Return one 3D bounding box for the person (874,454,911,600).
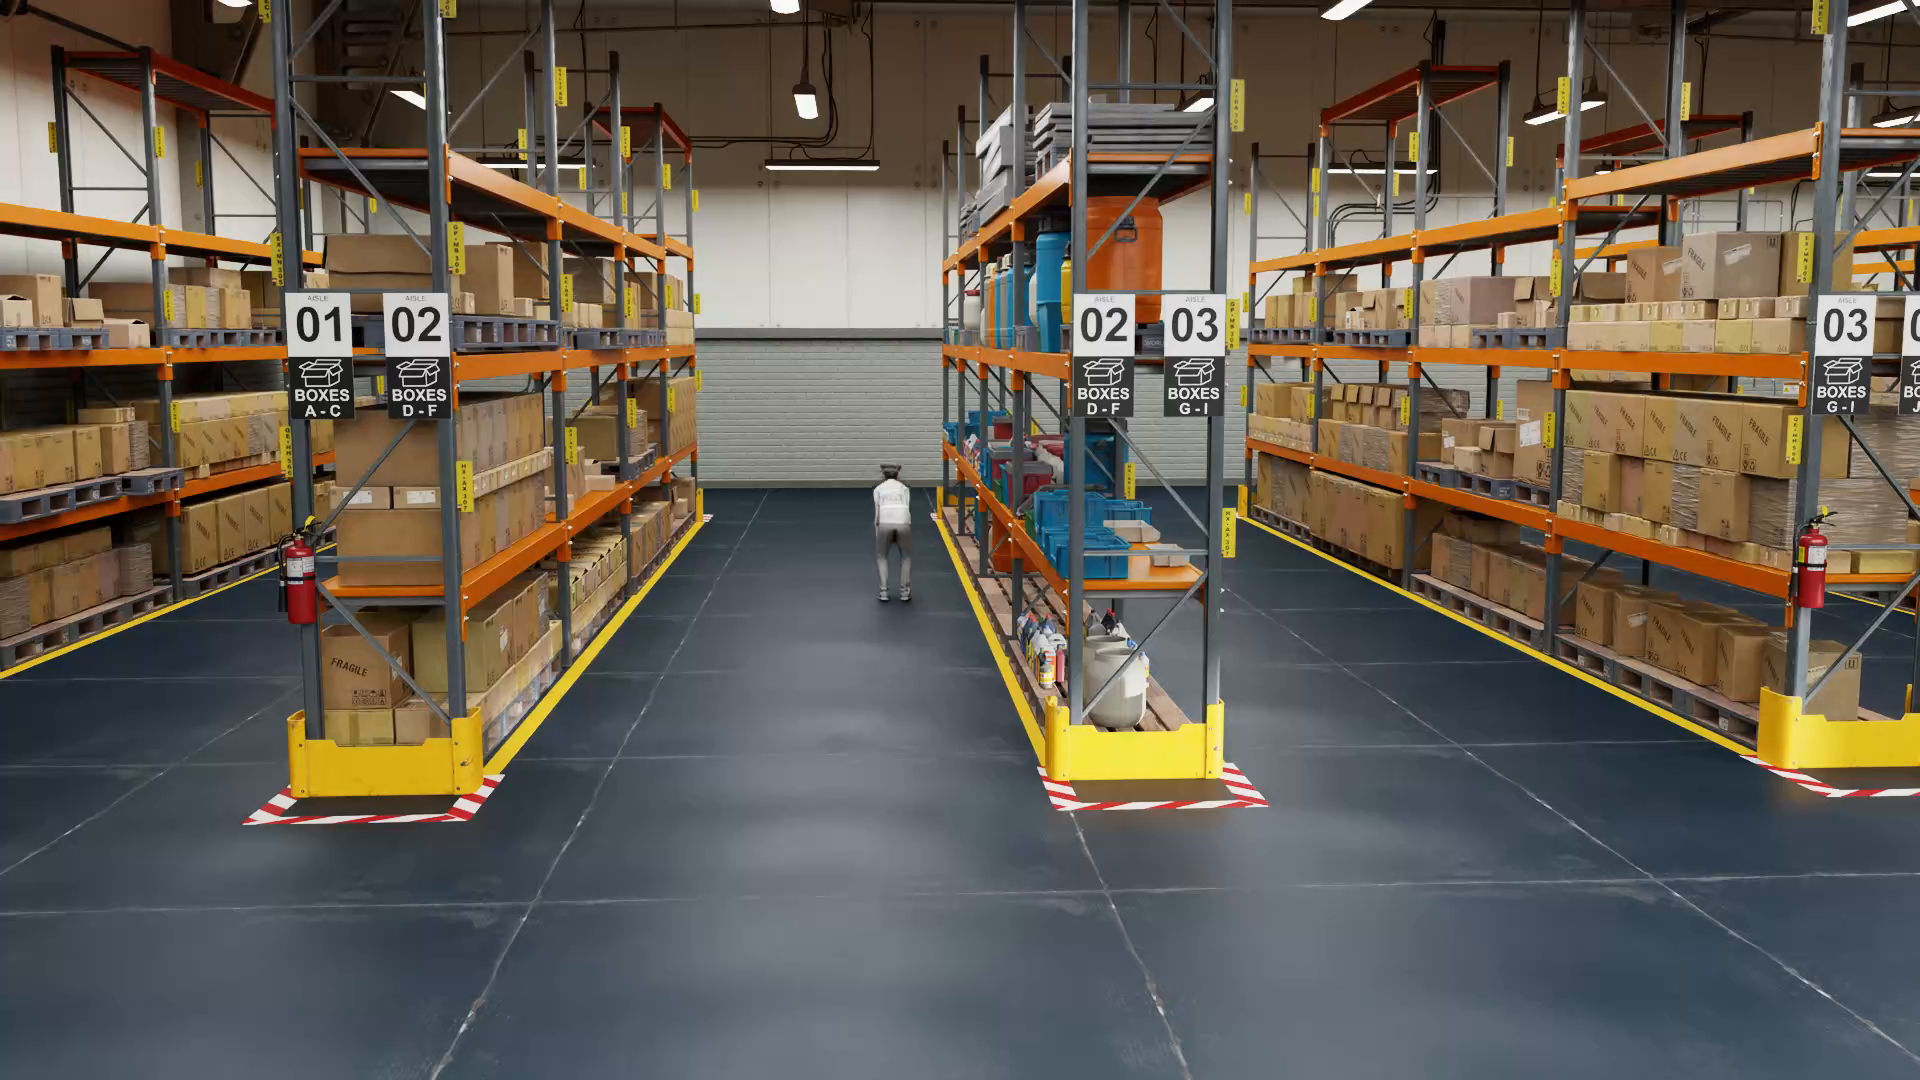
[{"bbox_3d":[-0.757,-0.140,18.614,0.414,1.625,0.561,-1,7,-5],"label":"person"}]
